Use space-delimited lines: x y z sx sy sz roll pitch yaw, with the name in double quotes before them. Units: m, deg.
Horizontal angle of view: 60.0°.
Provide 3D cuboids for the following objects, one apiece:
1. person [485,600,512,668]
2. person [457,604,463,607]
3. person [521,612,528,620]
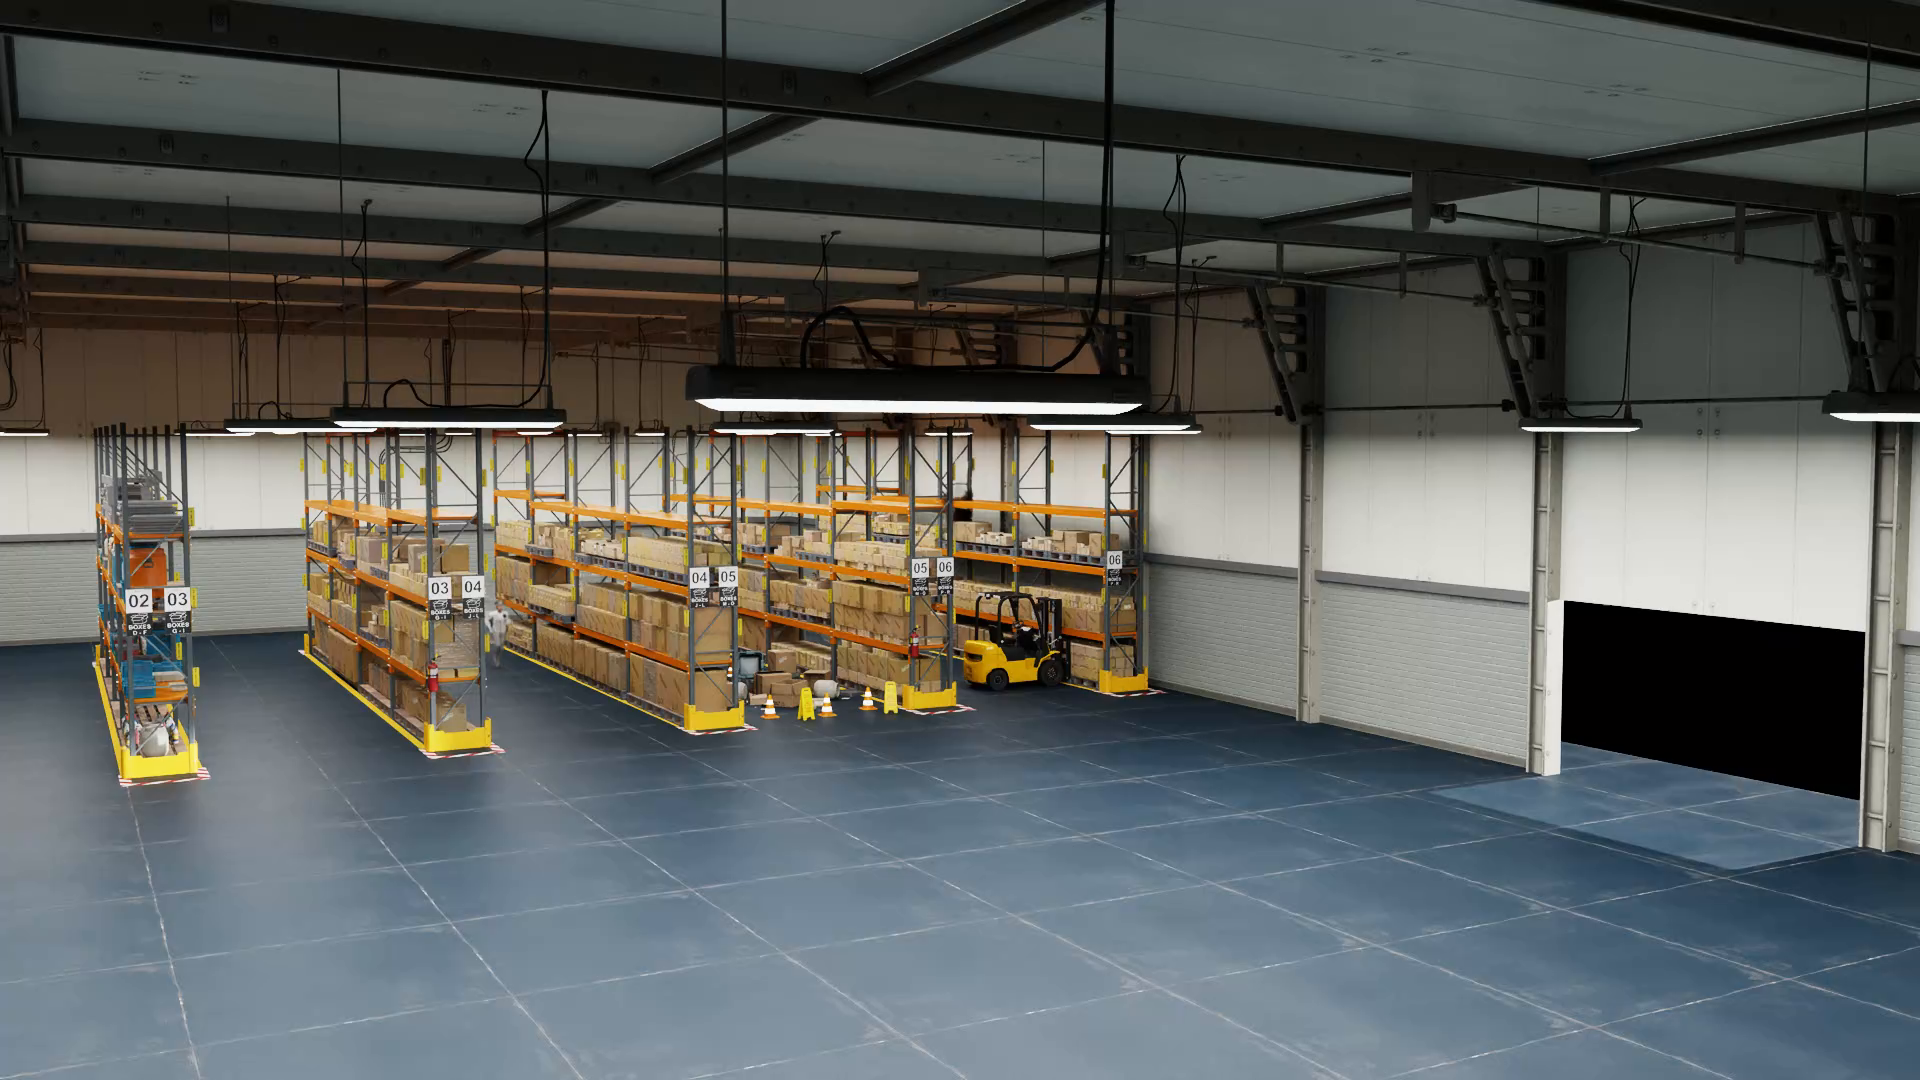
"person" -11.596 2.356 41.841 0.597 1.708 0.745 -2 4 -34
"person" -13.208 2.153 44.445 0.686 1.807 0.865 -2 4 -30
"person" -12.547 1.926 48.435 0.545 1.742 0.683 -2 4 -26
